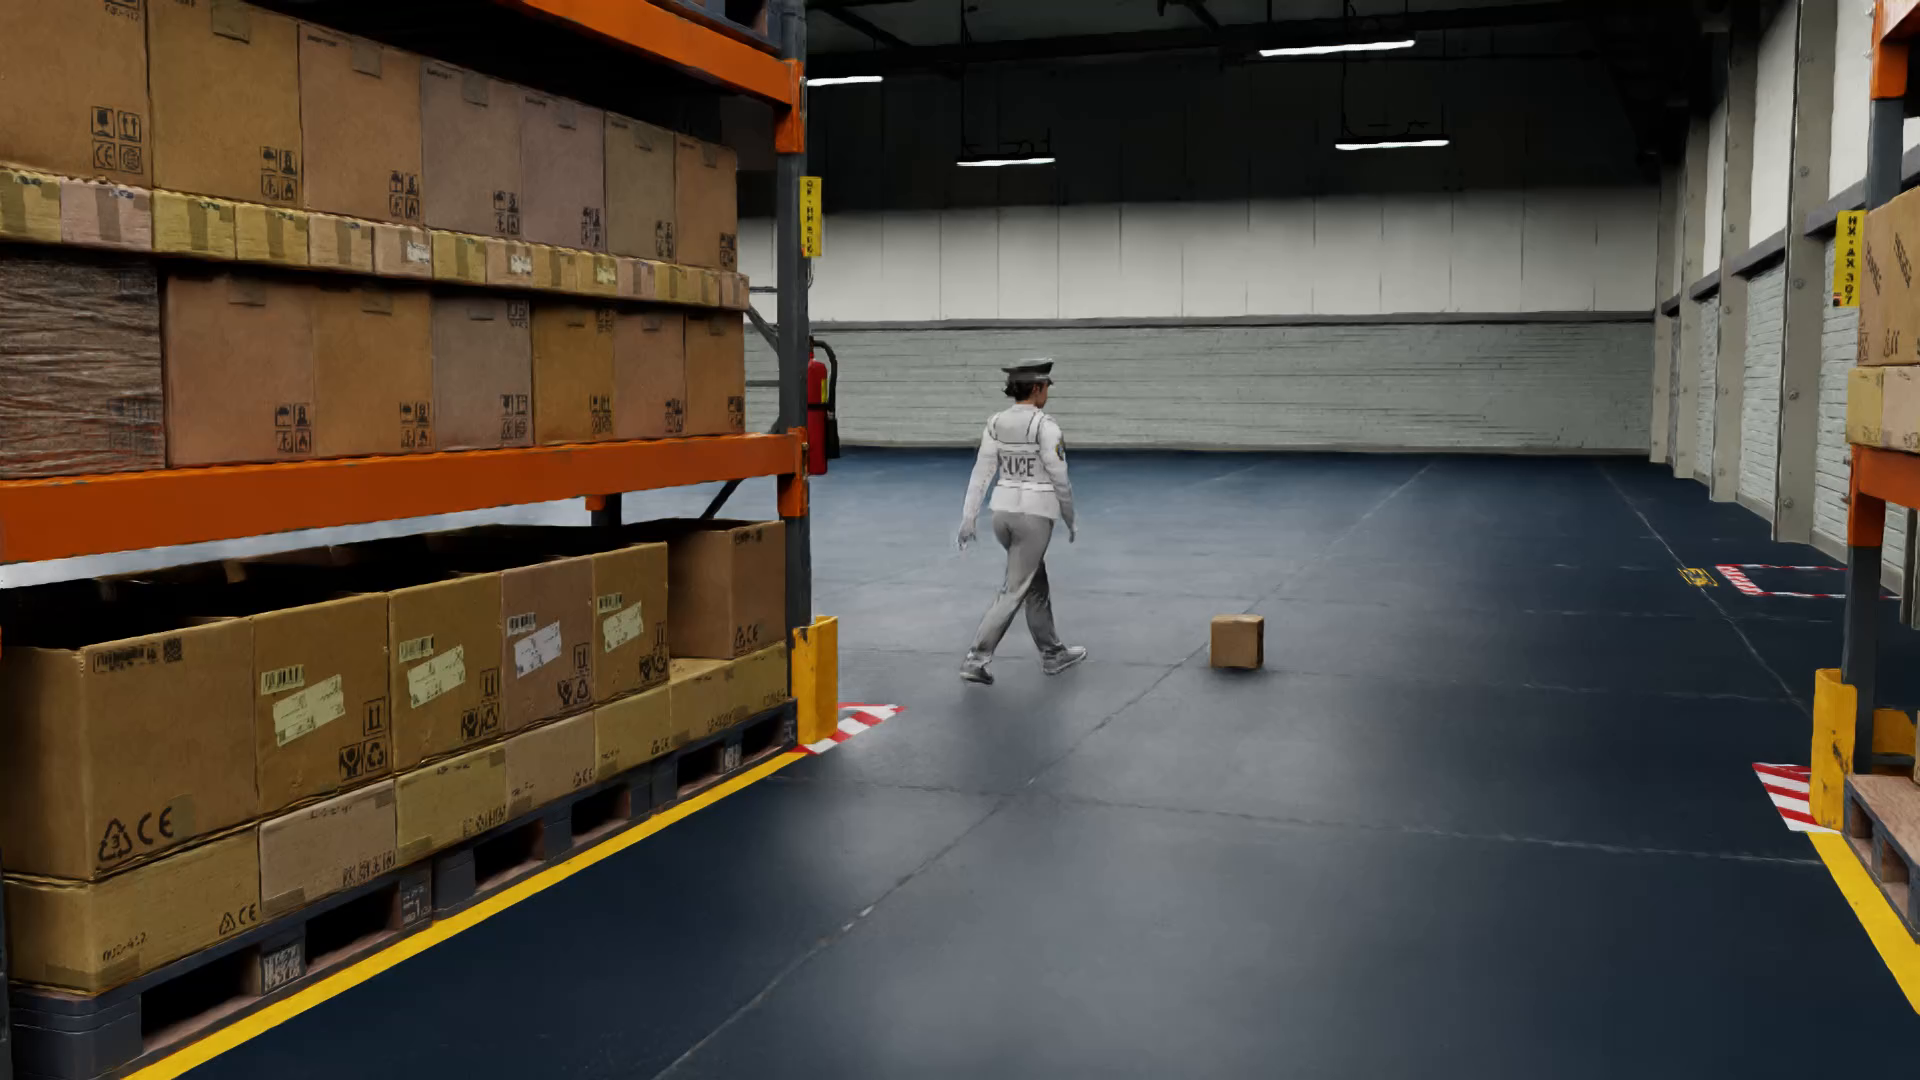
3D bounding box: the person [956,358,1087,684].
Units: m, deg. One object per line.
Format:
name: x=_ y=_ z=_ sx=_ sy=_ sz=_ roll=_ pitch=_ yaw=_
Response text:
person: x=0.339 y=-0.101 z=8.321 sx=0.940 sy=1.615 sz=0.557 roll=-5 pitch=7 yaw=-43
